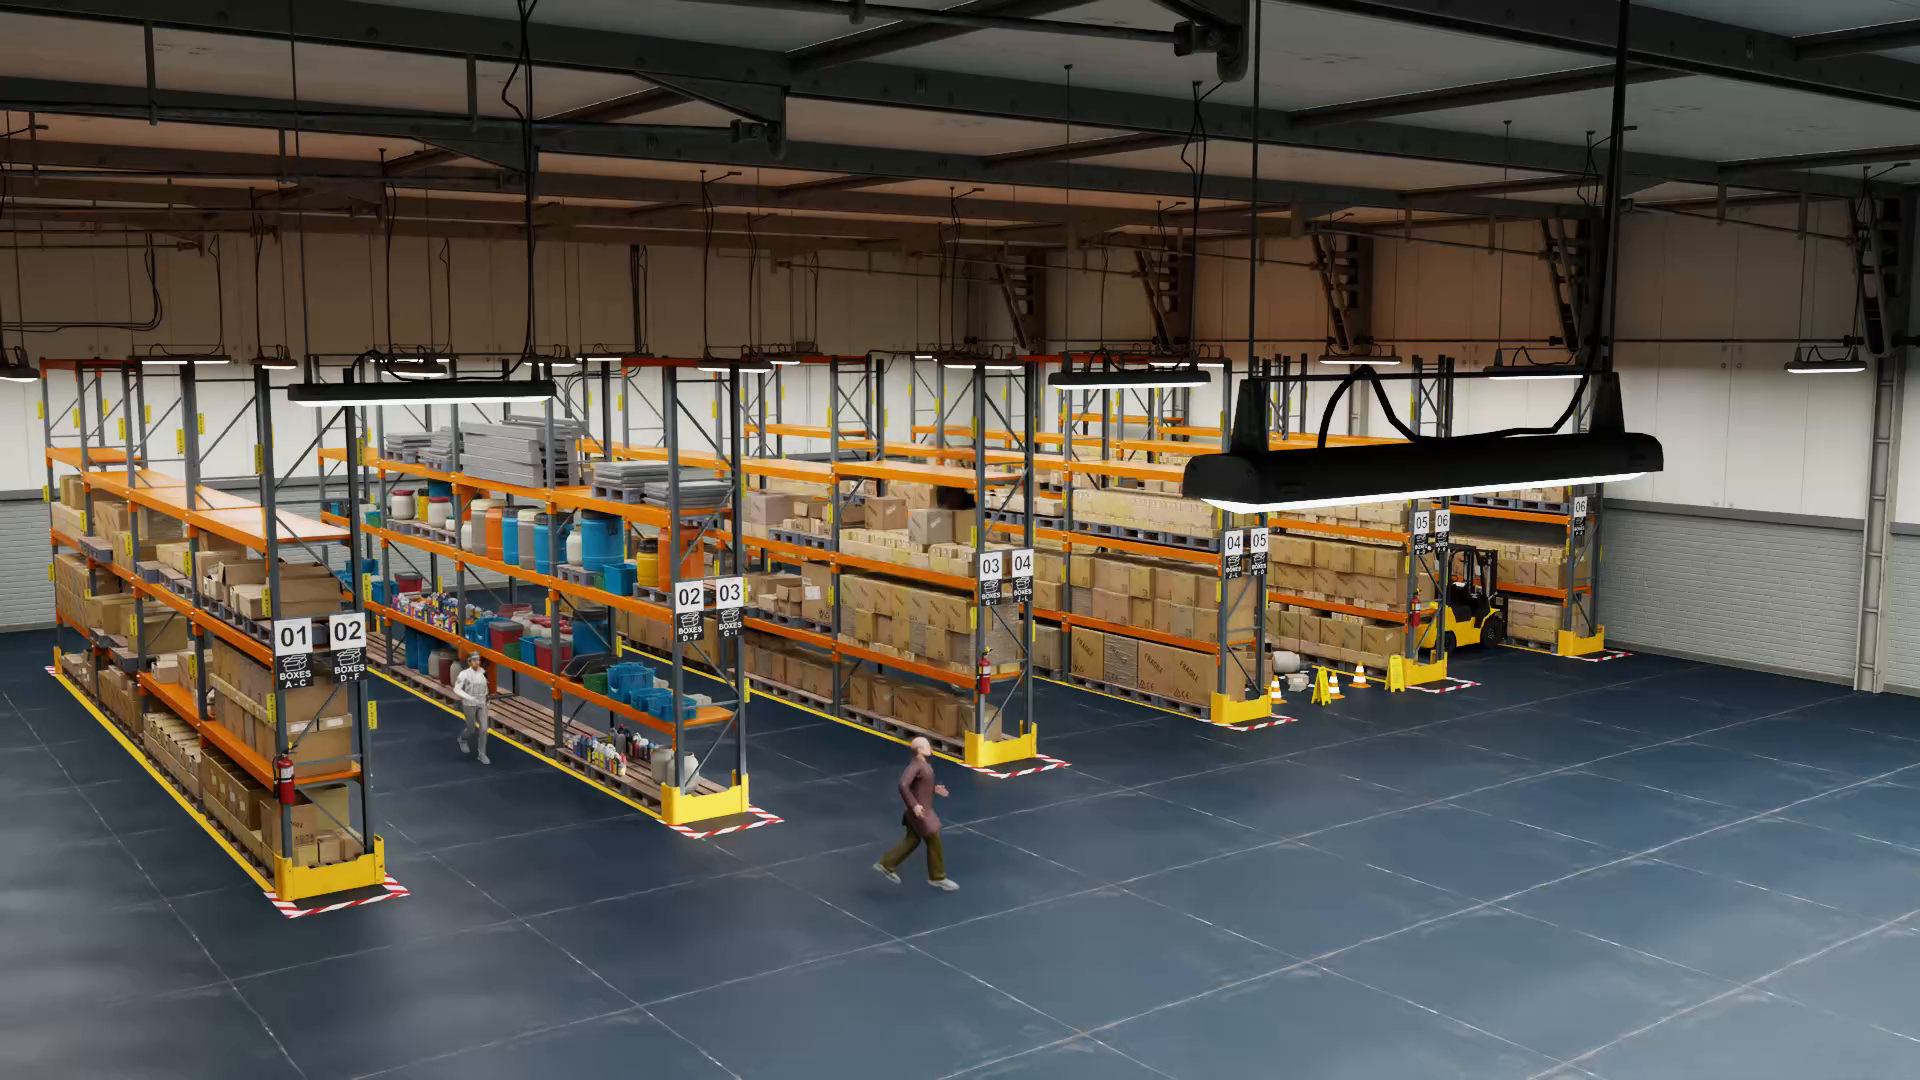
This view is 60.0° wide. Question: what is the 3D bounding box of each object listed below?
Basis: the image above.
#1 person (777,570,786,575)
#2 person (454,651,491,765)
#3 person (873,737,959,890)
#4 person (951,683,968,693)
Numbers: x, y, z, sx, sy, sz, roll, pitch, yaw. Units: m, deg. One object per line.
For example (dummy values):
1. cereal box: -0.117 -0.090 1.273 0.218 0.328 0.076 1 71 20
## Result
1. person: -3.665 1.430 34.073 0.611 1.665 0.575 7 10 44
2. person: -7.340 2.494 25.095 0.620 1.696 0.832 -6 9 -41
3. person: -0.503 3.152 19.188 0.982 1.798 0.712 -1 7 -7
4. person: 0.075 1.889 29.755 0.673 1.738 0.604 -6 9 -40
